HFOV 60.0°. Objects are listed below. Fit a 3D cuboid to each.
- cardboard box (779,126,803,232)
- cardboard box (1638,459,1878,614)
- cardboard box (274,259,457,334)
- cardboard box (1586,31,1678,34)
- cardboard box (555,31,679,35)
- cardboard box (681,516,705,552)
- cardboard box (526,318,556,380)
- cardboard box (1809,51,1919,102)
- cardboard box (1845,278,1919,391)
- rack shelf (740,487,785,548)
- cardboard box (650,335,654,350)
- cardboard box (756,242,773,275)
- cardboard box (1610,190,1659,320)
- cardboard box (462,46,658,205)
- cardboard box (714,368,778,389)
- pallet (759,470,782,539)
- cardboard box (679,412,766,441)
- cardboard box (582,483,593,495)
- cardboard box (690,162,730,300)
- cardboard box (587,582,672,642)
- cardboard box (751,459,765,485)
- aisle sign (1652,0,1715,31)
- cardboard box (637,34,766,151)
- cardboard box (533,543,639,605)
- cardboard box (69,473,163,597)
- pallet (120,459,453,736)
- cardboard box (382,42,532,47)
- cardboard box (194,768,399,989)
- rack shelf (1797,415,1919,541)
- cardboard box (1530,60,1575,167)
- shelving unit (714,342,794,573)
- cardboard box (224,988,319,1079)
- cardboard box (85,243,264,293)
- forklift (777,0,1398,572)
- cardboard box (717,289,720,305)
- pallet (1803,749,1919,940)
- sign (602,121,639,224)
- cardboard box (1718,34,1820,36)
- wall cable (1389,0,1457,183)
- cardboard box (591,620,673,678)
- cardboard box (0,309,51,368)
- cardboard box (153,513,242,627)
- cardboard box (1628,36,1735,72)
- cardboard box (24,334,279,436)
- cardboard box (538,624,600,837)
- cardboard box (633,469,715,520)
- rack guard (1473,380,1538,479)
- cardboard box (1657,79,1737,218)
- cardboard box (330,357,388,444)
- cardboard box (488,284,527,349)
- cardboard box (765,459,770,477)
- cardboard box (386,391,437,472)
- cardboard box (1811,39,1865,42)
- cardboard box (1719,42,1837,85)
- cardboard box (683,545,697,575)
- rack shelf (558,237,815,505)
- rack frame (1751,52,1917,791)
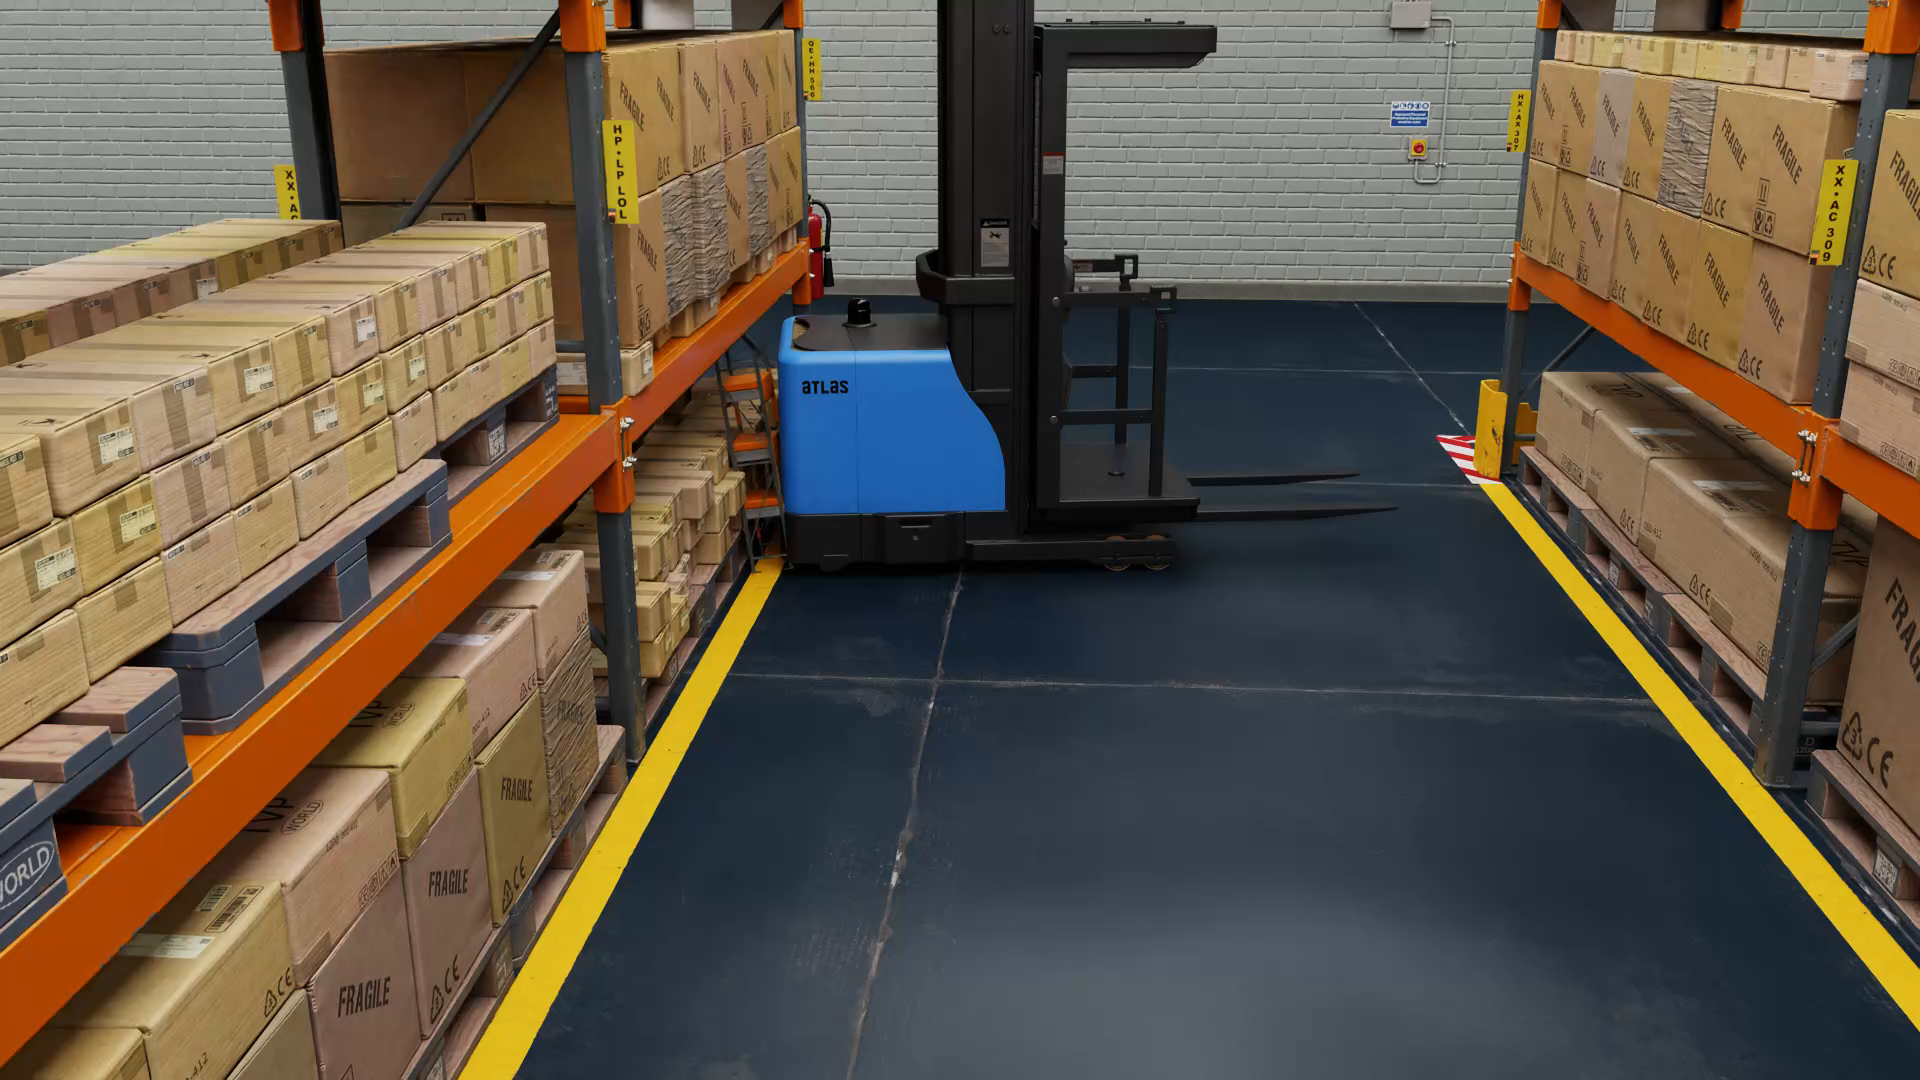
[{"bbox_3d":[-1.136,-1.932,8.862,0.500,0.500,0.500,2,18,5],"label":"cardboard box"},{"bbox_3d":[3.513,-0.019,7.105,0.875,0.438,0.875,1,18,2],"label":"cardboard box"},{"bbox_3d":[-1.538,-0.634,4.315,0.380,0.149,0.250,1,18,4],"label":"cardboard box"},{"bbox_3d":[3.335,-2.453,8.283,0.380,0.149,0.250,2,18,5],"label":"cardboard box"},{"bbox_3d":[-1.687,-2.262,8.264,0.500,0.500,0.500,2,18,6],"label":"cardboard box"},{"bbox_3d":[-1.326,-0.063,7.224,0.380,0.149,0.250,2,18,6],"label":"cardboard box"},{"bbox_3d":[-1.478,-0.598,5.160,0.380,0.149,0.250,1,18,3],"label":"cardboard box"},{"bbox_3d":[3.002,-1.500,5.376,0.380,0.149,0.250,1,18,3],"label":"cardboard box"},{"bbox_3d":[2.985,-0.603,4.883,0.500,0.250,0.500,1,18,2],"label":"cardboard box"},{"bbox_3d":[-0.911,-0.112,7.947,0.215,0.259,0.240,-7,15,6],"label":"rack shelf"},{"bbox_3d":[-1.389,-0.773,6.368,0.380,0.149,0.250,0,18,1],"label":"cardboard box"},{"bbox_3d":[-1.155,-1.427,8.363,0.380,0.149,0.250,2,18,5],"label":"cardboard box"},{"bbox_3d":[3.181,-1.243,7.237,0.500,0.500,0.500,2,18,6],"label":"cardboard box"},{"bbox_3d":[-1.372,-1.444,5.770,0.500,0.500,0.500,2,18,5],"label":"cardboard box"},{"bbox_3d":[-1.145,-0.845,9.135,0.380,0.149,0.250,1,18,5],"label":"cardboard box"},{"bbox_3d":[-1.459,-0.288,8.962,1.003,0.211,1.213,1,18,4],"label":"pallet"},{"bbox_3d":[-1.158,-0.522,8.147,0.380,0.149,0.250,2,18,6],"label":"cardboard box"},{"bbox_3d":[-1.861,-0.296,7.458,0.380,0.149,0.250,1,18,2],"label":"cardboard box"},{"bbox_3d":[-1.260,-1.292,6.911,0.500,0.500,0.500,1,18,3],"label":"cardboard box"},{"bbox_3d":[-1.302,0.263,6.230,0.380,0.149,0.250,2,18,6],"label":"cardboard box"},{"bbox_3d":[-1.173,-0.381,8.196,0.380,0.149,0.250,2,18,5],"label":"cardboard box"},{"bbox_3d":[3.899,-3.060,8.769,0.394,0.787,0.004,1,18,4],"label":"aisle sign"},{"bbox_3d":[-1.210,-2.085,7.726,0.500,0.500,0.500,2,18,7],"label":"cardboard box"},{"bbox_3d":[-1.416,0.124,6.175,0.380,0.149,0.250,2,18,6],"label":"cardboard box"},{"bbox_3d":[-1.648,-0.016,2.906,0.380,0.149,0.250,1,18,4],"label":"cardboard box"},{"bbox_3d":[-1.833,0.072,3.694,1.003,0.211,1.213,1,18,4],"label":"pallet"},{"bbox_3d":[-1.851,-1.622,6.313,0.500,0.500,0.500,1,18,2],"label":"cardboard box"},{"bbox_3d":[-1.558,0.709,3.578,0.500,0.250,0.500,1,18,4],"label":"cardboard box"},{"bbox_3d":[3.154,0.396,3.551,1.077,0.370,4.000,1,18,4],"label":"rack shelf"},{"bbox_3d":[3.266,-2.189,8.519,0.500,0.500,0.500,1,18,3],"label":"cardboard box"},{"bbox_3d":[-0.952,-0.388,7.872,0.215,1.050,0.252,-7,15,6],"label":"shelving unit"},{"bbox_3d":[-1.596,1.215,3.239,0.500,0.500,0.500,1,18,5],"label":"cardboard box"},{"bbox_3d":[-2.169,-0.730,4.608,0.380,0.149,0.250,1,18,4],"label":"cardboard box"},{"bbox_3d":[0.626,-1.408,8.012,3.031,2.935,1.130,-1,18,-4],"label":"forklift"},{"bbox_3d":[-1.281,-1.101,7.370,0.380,0.149,0.250,2,18,6],"label":"cardboard box"},{"bbox_3d":[3.317,1.000,5.033,1.003,0.211,1.213,1,18,4],"label":"pallet"},{"bbox_3d":[-1.093,-1.185,5.362,0.100,0.325,0.005,1,18,4],"label":"sign"},{"bbox_3d":[3.770,-2.285,7.772,0.380,0.149,0.250,2,18,5],"label":"cardboard box"},{"bbox_3d":[3.965,-4.058,14.309,0.585,1.953,0.123,1,18,4],"label":"wall cable"},{"bbox_3d":[-1.300,0.404,6.278,0.380,0.149,0.250,0,18,2],"label":"cardboard box"},{"bbox_3d":[-2.241,-0.411,3.634,0.380,0.149,0.250,2,18,6],"label":"cardboard box"},{"bbox_3d":[-1.628,0.048,3.188,0.380,0.149,0.250,2,18,6],"label":"cardboard box"},{"bbox_3d":[3.175,-2.133,7.308,0.380,0.149,0.250,1,18,4],"label":"cardboard box"},{"bbox_3d":[-1.615,-0.314,3.337,0.380,0.149,0.250,2,18,6],"label":"cardboard box"},{"bbox_3d":[-1.449,0.578,5.182,0.500,0.500,0.500,1,18,3],"label":"cardboard box"},{"bbox_3d":[-1.272,-0.198,7.159,0.380,0.149,0.250,2,18,5],"label":"cardboard box"},{"bbox_3d":[3.586,-0.629,9.538,1.175,0.500,0.348,1,18,4],"label":"rack guard"},{"bbox_3d":[3.128,-1.558,6.593,0.500,0.500,0.500,2,18,5],"label":"cardboard box"},{"bbox_3d":[-1.569,-0.330,3.863,0.380,0.149,0.250,1,18,4],"label":"cardboard box"},{"bbox_3d":[-1.496,-0.657,4.863,0.380,0.149,0.250,1,18,4],"label":"cardboard box"},{"bbox_3d":[-1.212,-0.402,8.738,0.380,0.149,0.250,1,18,4],"label":"cardboard box"},{"bbox_3d":[-1.548,-0.276,4.176,0.380,0.149,0.250,1,18,2],"label":"cardboard box"},{"bbox_3d":[3.707,-1.962,6.787,0.380,0.149,0.250,1,18,4],"label":"cardboard box"},{"bbox_3d":[3.139,-1.815,6.335,0.380,0.149,0.250,1,18,3],"label":"cardboard box"},{"bbox_3d":[-1.363,0.078,7.271,0.380,0.149,0.250,1,18,2],"label":"cardboard box"},{"bbox_3d":[-1.504,-0.925,7.584,1.077,0.370,4.000,1,18,4],"label":"rack shelf"},{"bbox_3d":[3.298,-0.567,5.335,1.000,3.000,0.127,1,18,4],"label":"rack frame"}]
